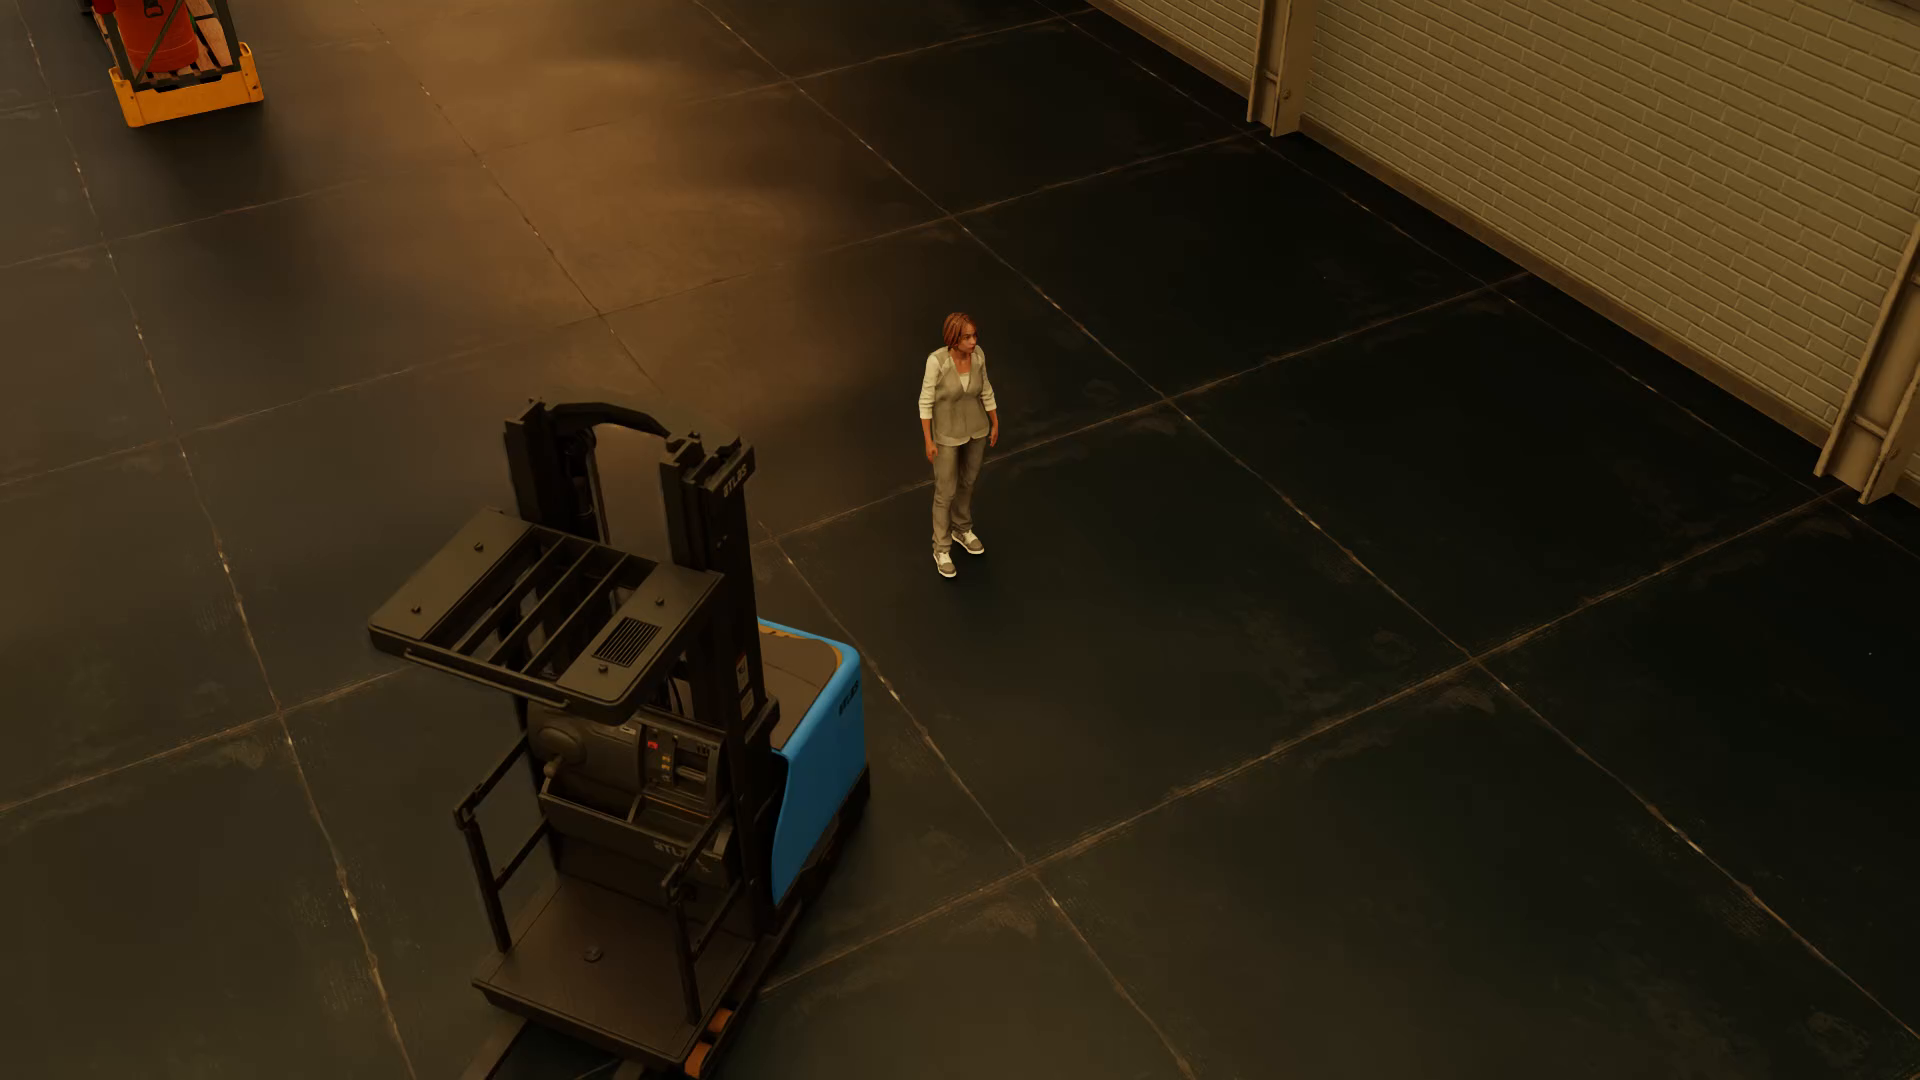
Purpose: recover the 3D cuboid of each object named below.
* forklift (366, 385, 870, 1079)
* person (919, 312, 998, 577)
[{"bbox_3d":[-1.505,0.964,6.874,1.130,2.935,3.031,15,42,17],"label":"forklift"},{"bbox_3d":[0.025,-0.567,9.770,0.520,1.574,0.475,-20,44,-23],"label":"person"}]
